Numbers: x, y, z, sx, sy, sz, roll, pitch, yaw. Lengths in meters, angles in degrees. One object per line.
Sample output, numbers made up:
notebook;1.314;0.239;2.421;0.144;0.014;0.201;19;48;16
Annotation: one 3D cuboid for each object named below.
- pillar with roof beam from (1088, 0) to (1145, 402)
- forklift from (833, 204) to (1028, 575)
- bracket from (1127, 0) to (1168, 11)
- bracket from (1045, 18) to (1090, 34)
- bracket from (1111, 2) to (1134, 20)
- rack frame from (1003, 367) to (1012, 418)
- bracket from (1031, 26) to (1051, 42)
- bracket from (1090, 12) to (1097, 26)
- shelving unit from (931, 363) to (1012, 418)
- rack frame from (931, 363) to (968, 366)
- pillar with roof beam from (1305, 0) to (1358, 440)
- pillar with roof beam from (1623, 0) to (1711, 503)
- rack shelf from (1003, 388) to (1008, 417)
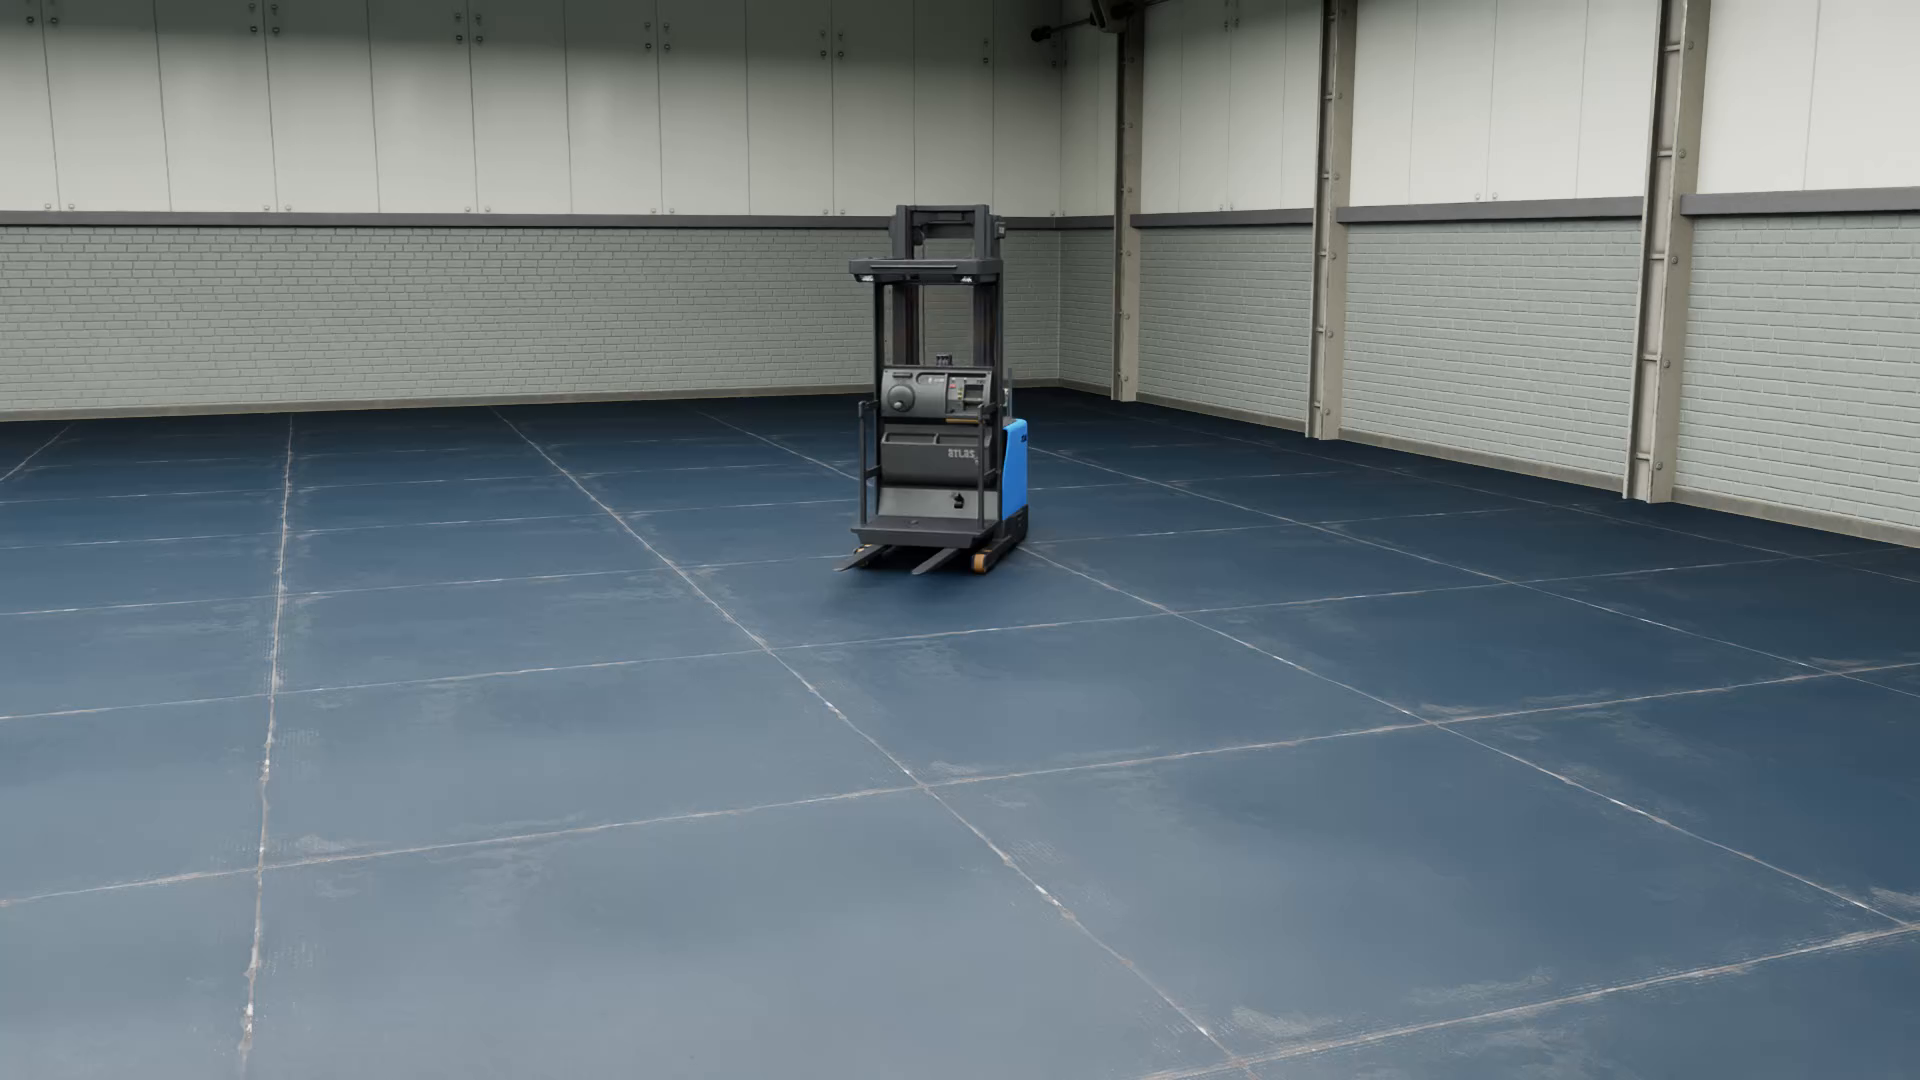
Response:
pillar with roof beam;-1.218;-6.534;25.960;9.100;9.000;0.548;-4;11;-21
forklift;-0.244;-1.245;13.551;1.130;2.935;3.031;3;10;14
bracket;3.547;-8.069;24.309;0.076;0.066;4.783;-4;11;-21
bracket;1.668;-8.915;29.068;0.076;0.066;3.189;-4;11;-21
bracket;2.614;-8.489;26.673;0.235;0.232;0.430;-4;11;-21
rack frame;0.305;-0.825;15.276;0.400;1.500;0.023;-7;12;-33
bracket;1.454;-9.012;29.610;0.235;0.232;0.430;-4;11;-21
bracket;2.313;-8.625;27.435;0.235;0.232;0.430;-4;11;-21
shelving unit;0.105;-0.879;15.578;0.431;1.500;0.755;-7;12;-33
rack frame;-0.095;-0.932;15.879;0.400;1.500;0.023;-7;12;-33
pillar with roof beam;0.956;-5.555;20.454;9.100;9.000;0.400;-4;11;-21
pillar with roof beam;3.130;-4.576;14.948;9.100;9.000;0.400;-4;11;-21
rack shelf;0.105;-1.263;15.509;0.431;0.370;0.720;-7;12;-33
